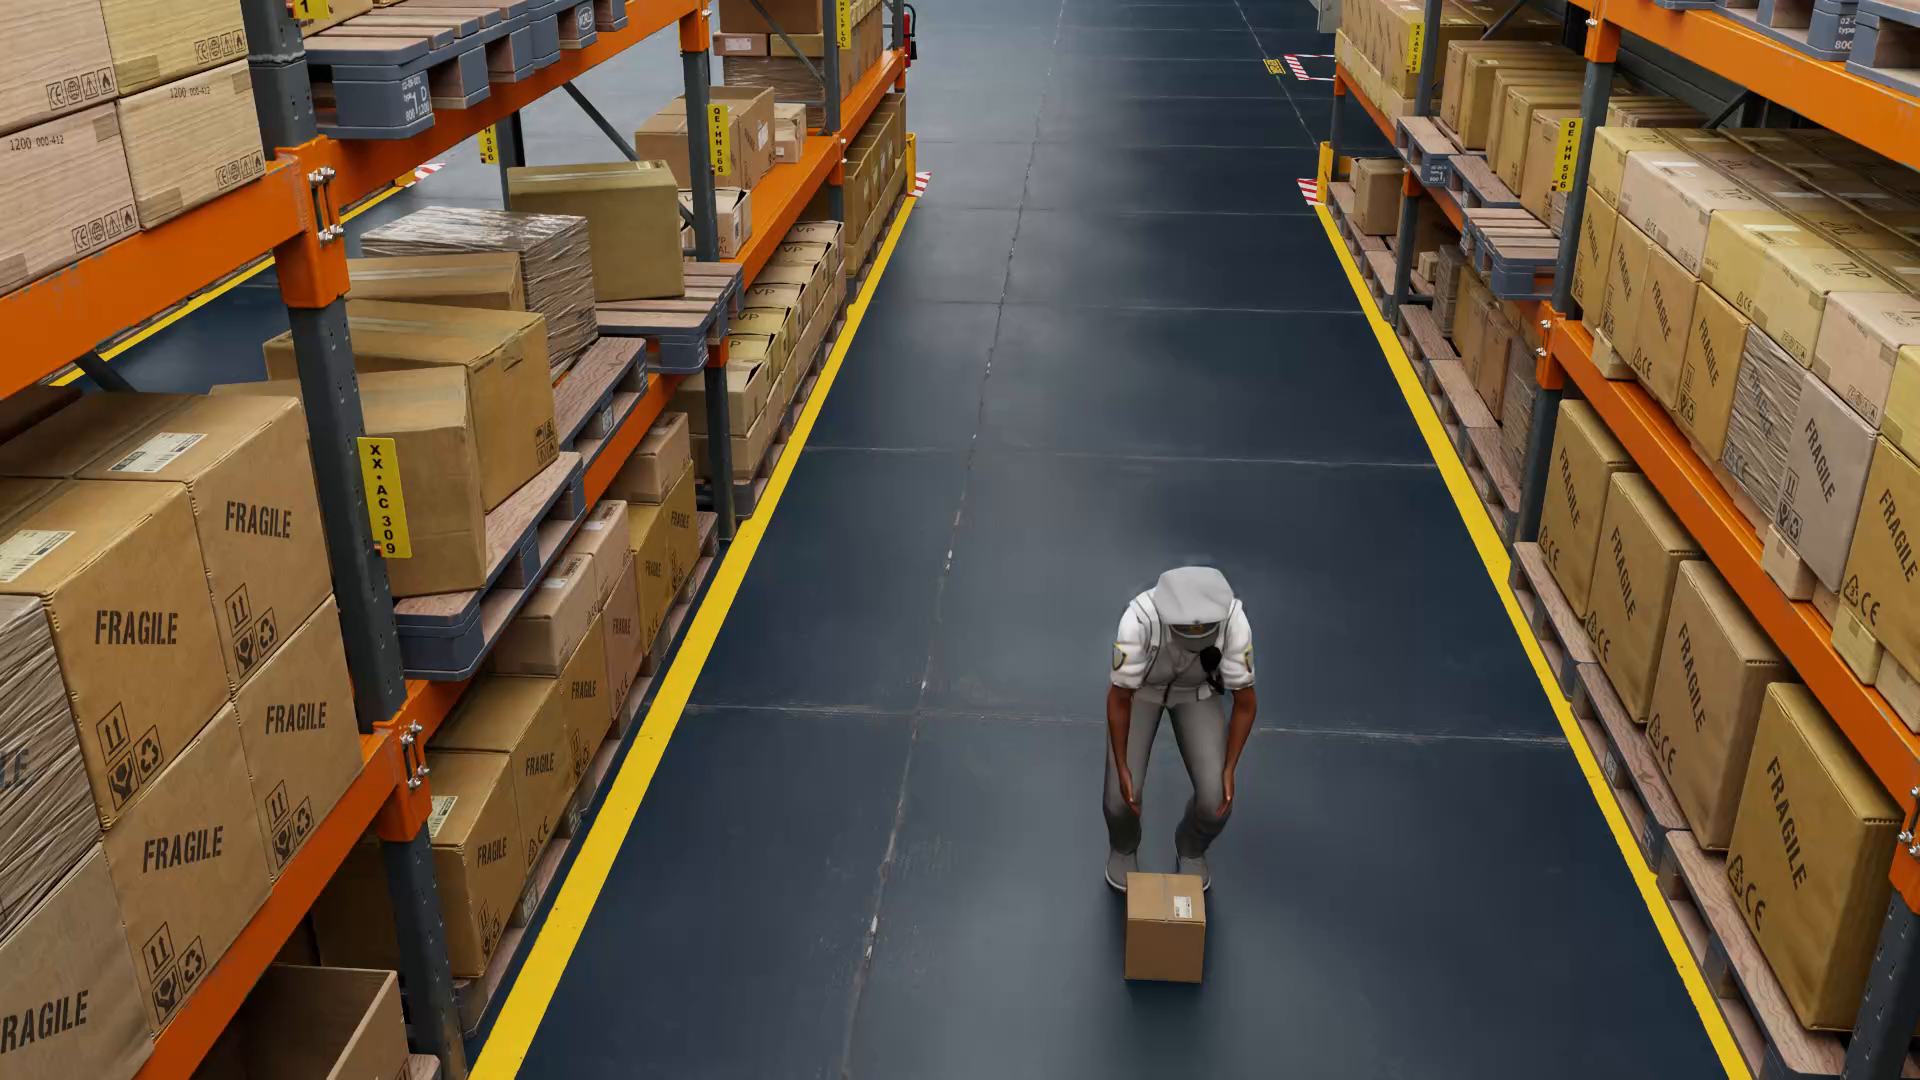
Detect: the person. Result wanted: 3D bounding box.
[{"bbox_3d":[0.743,0.624,5.656,0.496,1.331,0.741,2,25,4],"label":"person"}]
